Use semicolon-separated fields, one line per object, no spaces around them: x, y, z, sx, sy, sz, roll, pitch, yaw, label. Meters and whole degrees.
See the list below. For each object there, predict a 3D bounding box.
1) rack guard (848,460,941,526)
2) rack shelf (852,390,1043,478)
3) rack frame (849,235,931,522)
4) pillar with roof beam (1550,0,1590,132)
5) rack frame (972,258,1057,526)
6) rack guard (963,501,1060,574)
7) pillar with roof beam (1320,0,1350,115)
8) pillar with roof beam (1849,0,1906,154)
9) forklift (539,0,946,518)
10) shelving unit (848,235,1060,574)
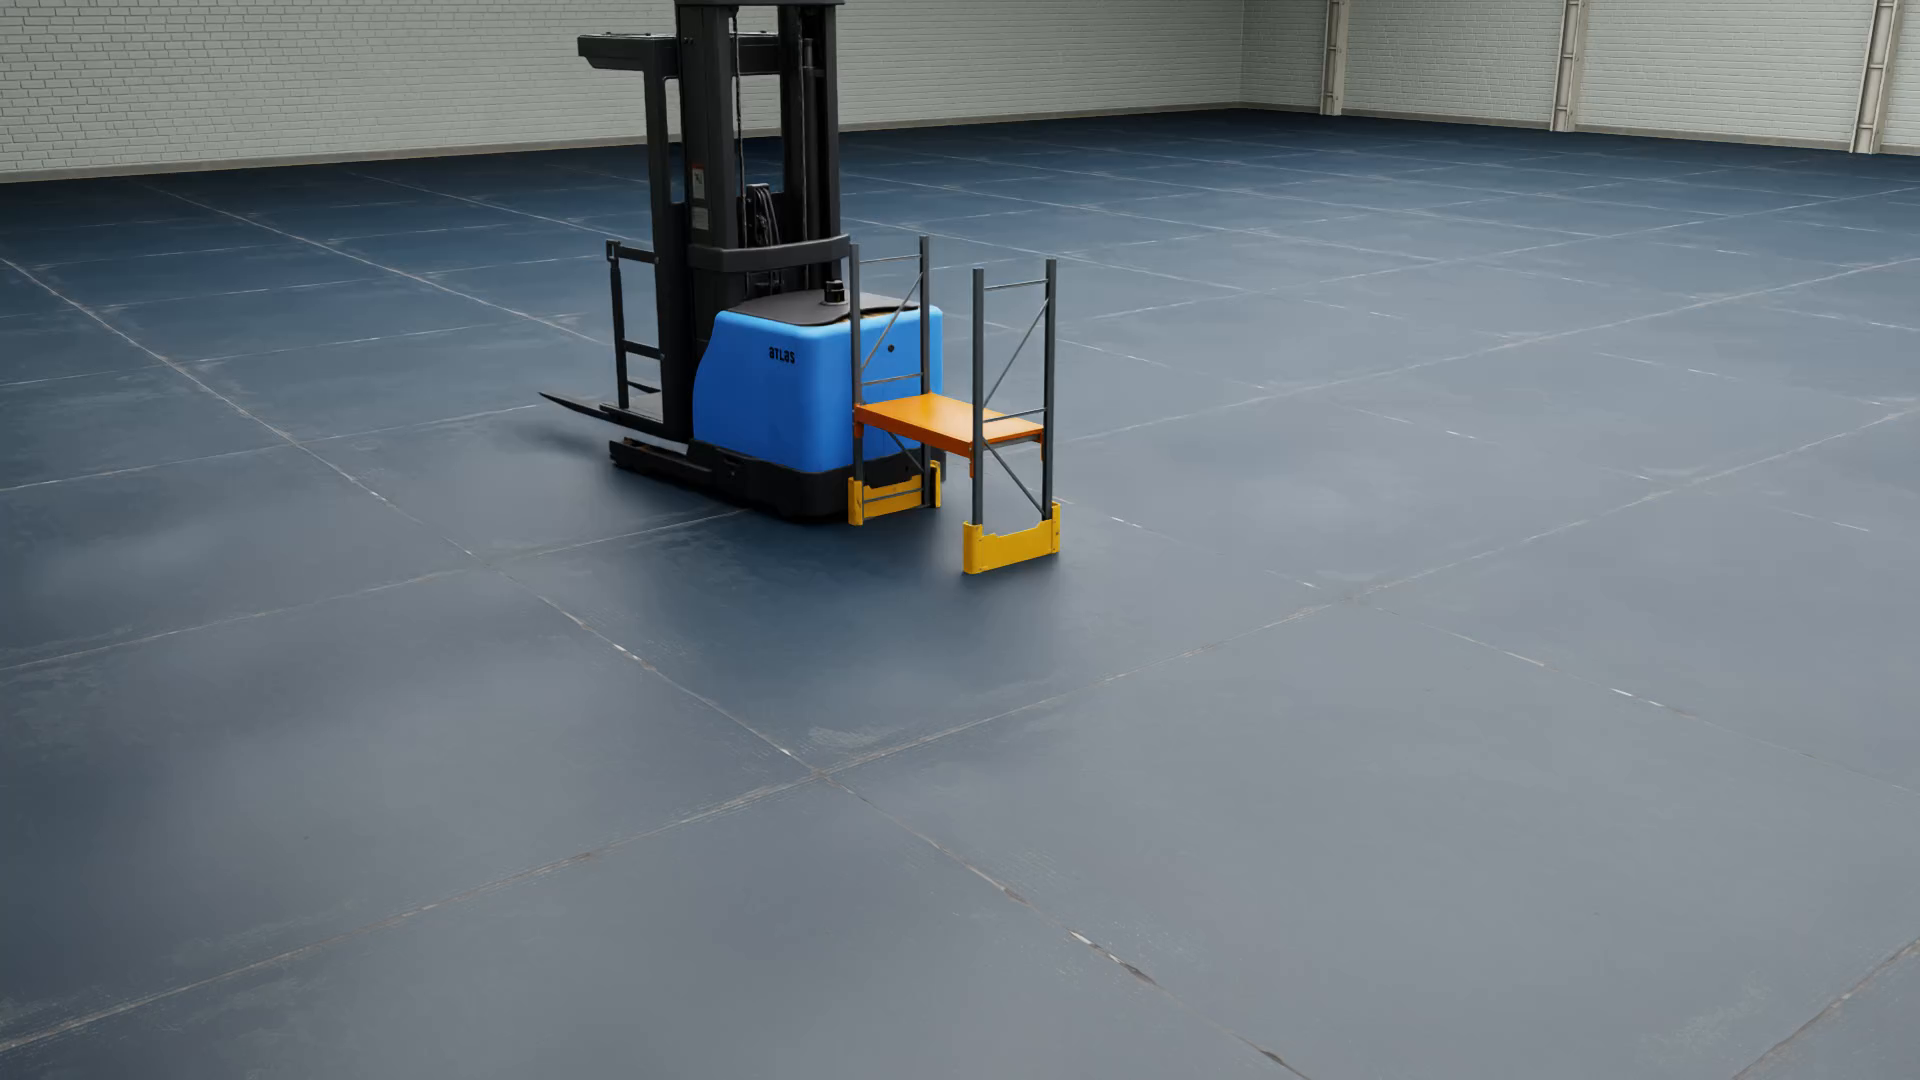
-0.356;-0.260;9.110;0.587;0.250;0.087;-14;23;-36;rack guard
-0.052;-0.562;8.607;0.538;0.185;1.000;-14;23;-36;rack shelf
-0.368;-0.858;8.928;0.500;1.500;0.032;-14;23;-36;rack frame
8.902;-11.765;29.937;9.100;9.000;0.400;-14;23;-36;pillar with roof beam
0.265;-0.608;8.172;0.500;1.500;0.032;-14;23;-36;rack frame
0.264;-0.015;8.370;0.587;0.250;0.087;-14;23;-36;rack guard
5.177;-13.243;34.402;9.100;9.000;0.400;-14;23;-36;pillar with roof beam
12.628;-10.286;25.472;9.100;9.000;0.400;-14;23;-36;pillar with roof beam
-1.474;-1.889;9.767;1.130;2.935;3.031;-17;25;-42;forklift
-0.046;-0.730;8.543;0.587;1.500;1.083;-14;23;-36;shelving unit
